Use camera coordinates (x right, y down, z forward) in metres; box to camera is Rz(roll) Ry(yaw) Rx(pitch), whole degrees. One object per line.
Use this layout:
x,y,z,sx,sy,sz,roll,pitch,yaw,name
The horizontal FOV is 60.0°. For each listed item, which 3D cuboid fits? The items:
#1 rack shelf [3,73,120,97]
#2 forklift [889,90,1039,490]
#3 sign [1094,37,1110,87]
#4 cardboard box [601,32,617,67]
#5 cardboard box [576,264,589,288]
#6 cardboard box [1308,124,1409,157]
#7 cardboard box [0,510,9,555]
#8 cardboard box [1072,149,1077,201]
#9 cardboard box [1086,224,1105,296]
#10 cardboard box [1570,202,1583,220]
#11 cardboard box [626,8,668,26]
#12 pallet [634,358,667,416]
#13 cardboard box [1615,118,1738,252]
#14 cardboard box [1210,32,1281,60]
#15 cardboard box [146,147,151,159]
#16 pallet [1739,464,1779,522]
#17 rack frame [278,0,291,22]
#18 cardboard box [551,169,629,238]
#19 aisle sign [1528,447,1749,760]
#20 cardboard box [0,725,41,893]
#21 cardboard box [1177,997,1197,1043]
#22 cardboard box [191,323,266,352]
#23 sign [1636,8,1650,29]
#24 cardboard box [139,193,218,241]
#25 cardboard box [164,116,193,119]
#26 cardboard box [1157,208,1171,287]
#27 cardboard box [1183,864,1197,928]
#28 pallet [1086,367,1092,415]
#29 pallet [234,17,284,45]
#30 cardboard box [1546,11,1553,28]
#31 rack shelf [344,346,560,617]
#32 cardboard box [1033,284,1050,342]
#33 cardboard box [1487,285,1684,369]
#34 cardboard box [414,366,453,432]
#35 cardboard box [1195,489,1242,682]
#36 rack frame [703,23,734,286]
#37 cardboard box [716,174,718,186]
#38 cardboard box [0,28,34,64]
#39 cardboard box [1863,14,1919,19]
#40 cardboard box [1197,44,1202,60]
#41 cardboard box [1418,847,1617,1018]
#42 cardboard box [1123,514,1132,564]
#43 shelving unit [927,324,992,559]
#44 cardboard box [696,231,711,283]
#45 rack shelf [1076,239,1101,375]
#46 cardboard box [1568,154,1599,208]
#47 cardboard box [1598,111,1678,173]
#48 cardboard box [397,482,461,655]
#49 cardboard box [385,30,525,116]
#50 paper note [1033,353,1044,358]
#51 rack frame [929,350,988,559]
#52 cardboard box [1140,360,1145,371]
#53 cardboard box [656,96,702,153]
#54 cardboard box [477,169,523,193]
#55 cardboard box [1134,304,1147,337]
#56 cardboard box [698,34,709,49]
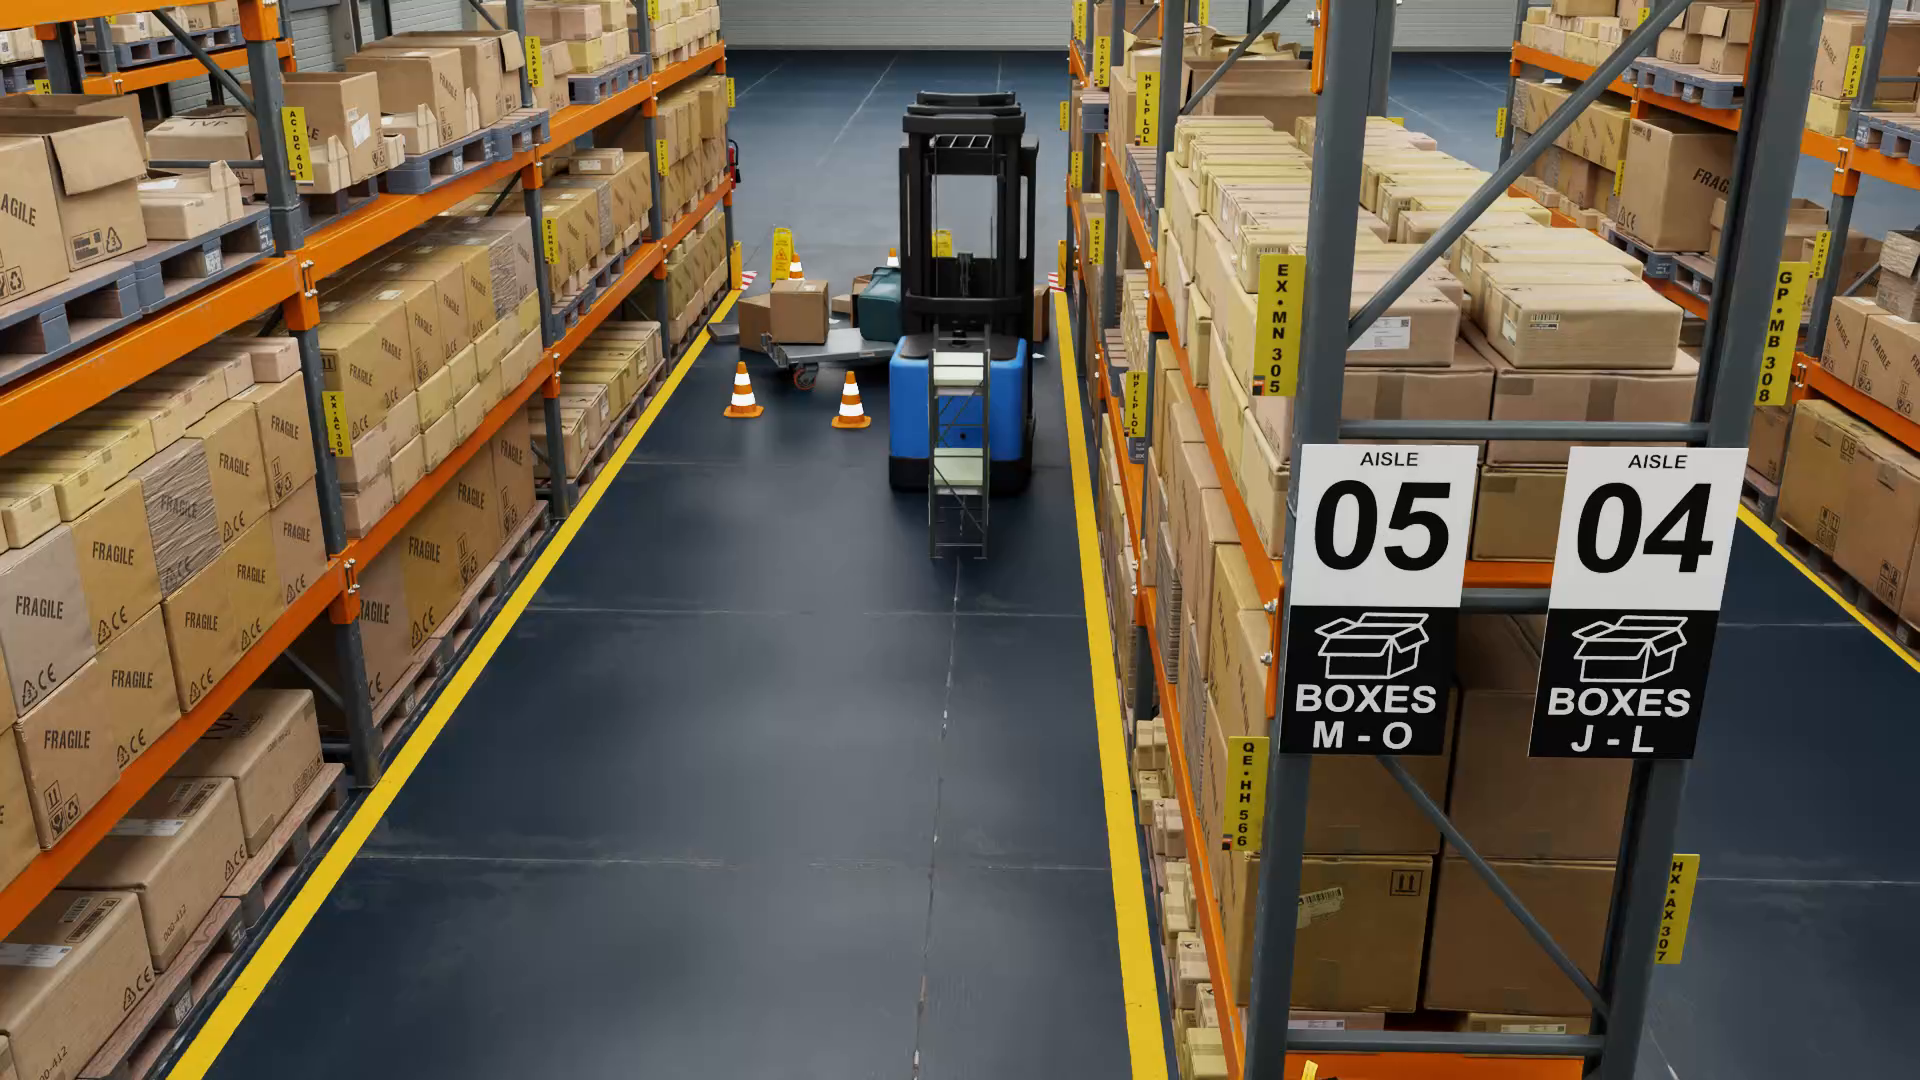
-8.335,-3.407,13.512,1.077,0.370,4.000,1,21,2,rack shelf
0.079,-2.242,13.755,1.130,2.935,3.031,2,21,4,forklift
0.962,-3.236,11.250,0.100,0.325,0.005,1,21,2,sign
-3.206,-4.143,14.040,0.500,0.250,0.500,1,21,2,cardboard box
-3.113,-2.062,12.962,0.380,0.149,0.250,1,21,2,cardboard box
1.660,-1.639,6.926,0.380,0.149,0.250,1,21,3,cardboard box
-3.386,0.005,5.452,0.380,0.149,0.250,1,21,2,cardboard box
1.656,-3.978,17.926,0.875,0.550,0.550,1,21,2,cardboard box
1.305,-2.309,13.695,0.500,0.500,0.500,1,21,2,cardboard box
6.393,-3.320,16.787,0.380,0.149,0.250,1,21,2,cardboard box
-2.981,-4.967,15.783,0.380,0.149,0.250,0,21,0,cardboard box
-3.335,-1.433,15.430,1.003,0.211,1.213,1,21,2,pallet
6.429,-3.095,14.449,1.000,1.000,1.000,1,21,2,cardboard box
1.763,-3.017,10.315,0.396,0.266,0.258,1,21,2,cardboard box
-7.968,-3.667,15.887,0.380,0.149,0.250,1,21,3,cardboard box
6.496,-0.441,12.875,1.003,0.211,1.213,1,21,2,pallet
-8.153,-7.311,18.430,1.000,3.000,0.127,1,21,2,rack frame
-3.133,-2.860,14.123,0.500,0.500,0.500,1,21,3,cardboard box
1.571,0.160,3.876,0.394,0.787,0.004,1,21,2,aisle sign
-3.389,0.924,5.362,0.500,0.500,0.500,0,21,1,cardboard box
1.021,1.768,6.275,0.380,0.149,0.250,1,21,2,cardboard box
-3.793,-0.799,8.420,0.500,0.500,0.500,1,21,3,cardboard box
6.050,-4.548,14.742,0.100,0.325,0.005,1,21,2,sign
-3.264,-1.315,6.754,0.380,0.149,0.250,1,21,3,cardboard box
-8.417,-4.508,18.054,0.380,0.149,0.250,1,21,3,cardboard box
1.117,-1.268,7.210,0.500,0.250,0.500,2,21,4,cardboard box
1.104,1.439,6.711,0.380,0.149,0.250,1,21,2,cardboard box
1.690,-1.417,15.388,1.003,0.211,1.213,1,21,2,pallet
-8.200,-5.616,18.331,1.003,0.211,1.213,1,21,2,pallet
6.406,-5.486,17.530,0.380,0.149,0.250,1,21,4,cardboard box
-3.495,-0.509,10.190,1.077,0.370,4.000,1,21,2,rack shelf
0.659,-2.405,17.532,0.500,0.500,0.500,4,22,11,cardboard box
1.511,-0.520,4.040,0.380,0.149,0.250,0,21,1,cardboard box
-3.231,-0.812,9.491,0.500,0.250,0.500,1,21,2,cardboard box
1.061,0.152,5.560,0.500,0.500,0.500,2,21,4,cardboard box
-3.191,-4.461,19.378,1.000,3.000,0.127,1,21,2,rack frame
-2.915,-4.021,18.592,0.380,0.149,0.250,0,21,1,cardboard box
-8.076,-4.125,13.771,0.500,0.311,0.500,0,21,0,cardboard box
6.761,-3.488,11.894,0.500,0.500,0.500,1,21,2,cardboard box
1.758,-3.409,11.925,0.500,0.311,0.500,1,21,2,cardboard box
1.563,0.998,4.761,0.500,0.500,0.500,2,21,4,cardboard box
1.194,0.058,9.570,0.500,0.250,0.500,2,21,4,cardboard box
0.000,-0.702,11.764,0.431,1.500,0.755,1,21,2,shelving unit
-2.990,-3.060,17.953,0.500,0.500,0.500,0,21,0,cardboard box
1.577,-1.938,13.871,1.077,0.370,4.000,1,21,2,rack shelf
6.633,-3.615,16.649,0.875,0.500,0.500,1,21,2,cardboard box
6.331,-3.722,15.544,0.500,0.500,0.500,1,21,2,cardboard box
-3.598,0.121,9.926,0.875,0.875,0.875,1,21,3,cardboard box
-3.295,-3.072,10.931,0.797,0.503,0.637,-1,21,-2,cardboard box
0.753,-1.865,16.794,0.147,0.020,0.142,-16,26,-35,paper note
-0.011,-0.569,11.423,0.400,1.500,0.023,1,21,2,rack frame
1.246,-0.944,9.670,0.380,0.149,0.250,1,21,2,cardboard box
-3.003,-4.188,16.744,0.700,0.500,0.500,0,21,0,cardboard box
-3.667,-2.846,13.191,0.380,0.149,0.250,0,21,-1,cardboard box
1.276,-1.362,10.336,0.380,0.149,0.250,2,21,4,cardboard box
-2.939,-5.424,18.061,0.380,0.149,0.250,1,21,3,cardboard box
